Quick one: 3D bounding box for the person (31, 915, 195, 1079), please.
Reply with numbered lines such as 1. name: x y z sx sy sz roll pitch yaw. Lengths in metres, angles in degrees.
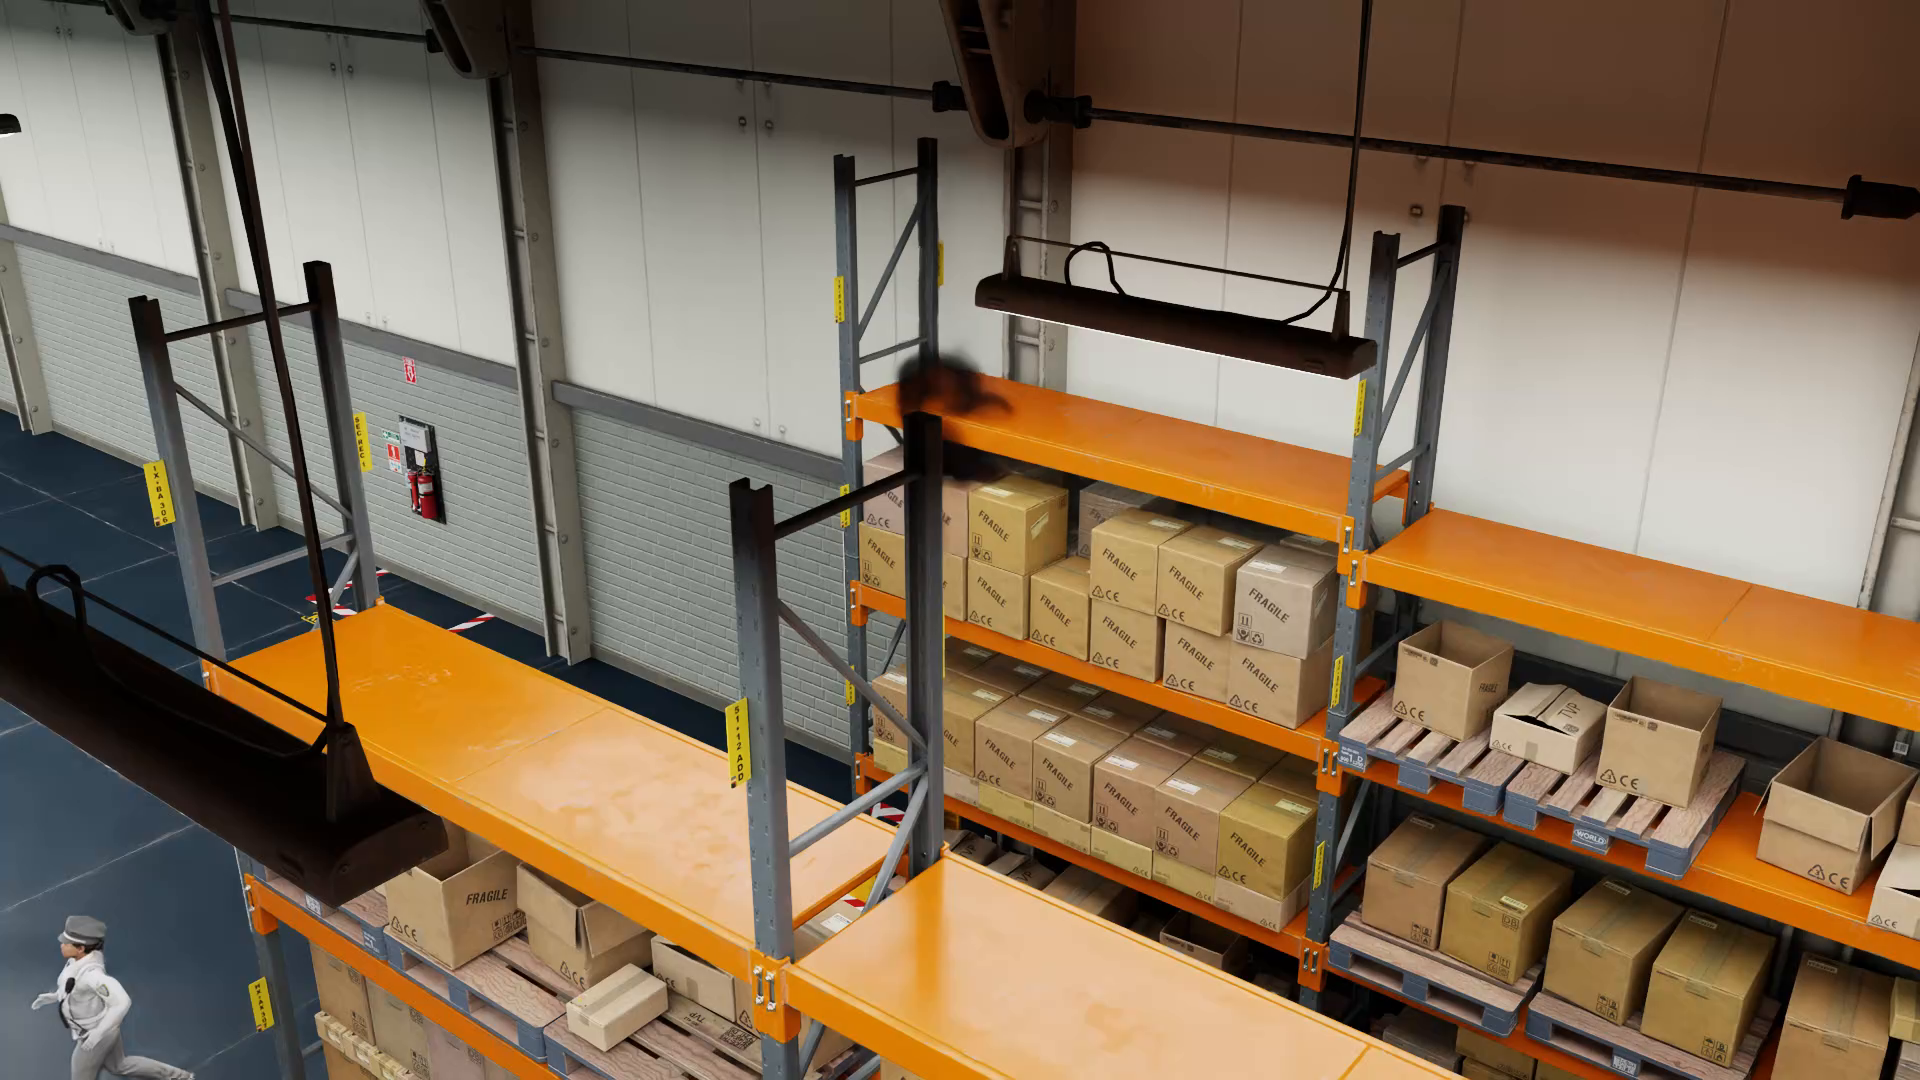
1. person: -5.535 3.152 10.709 0.932 1.691 0.630 -10 25 -22
